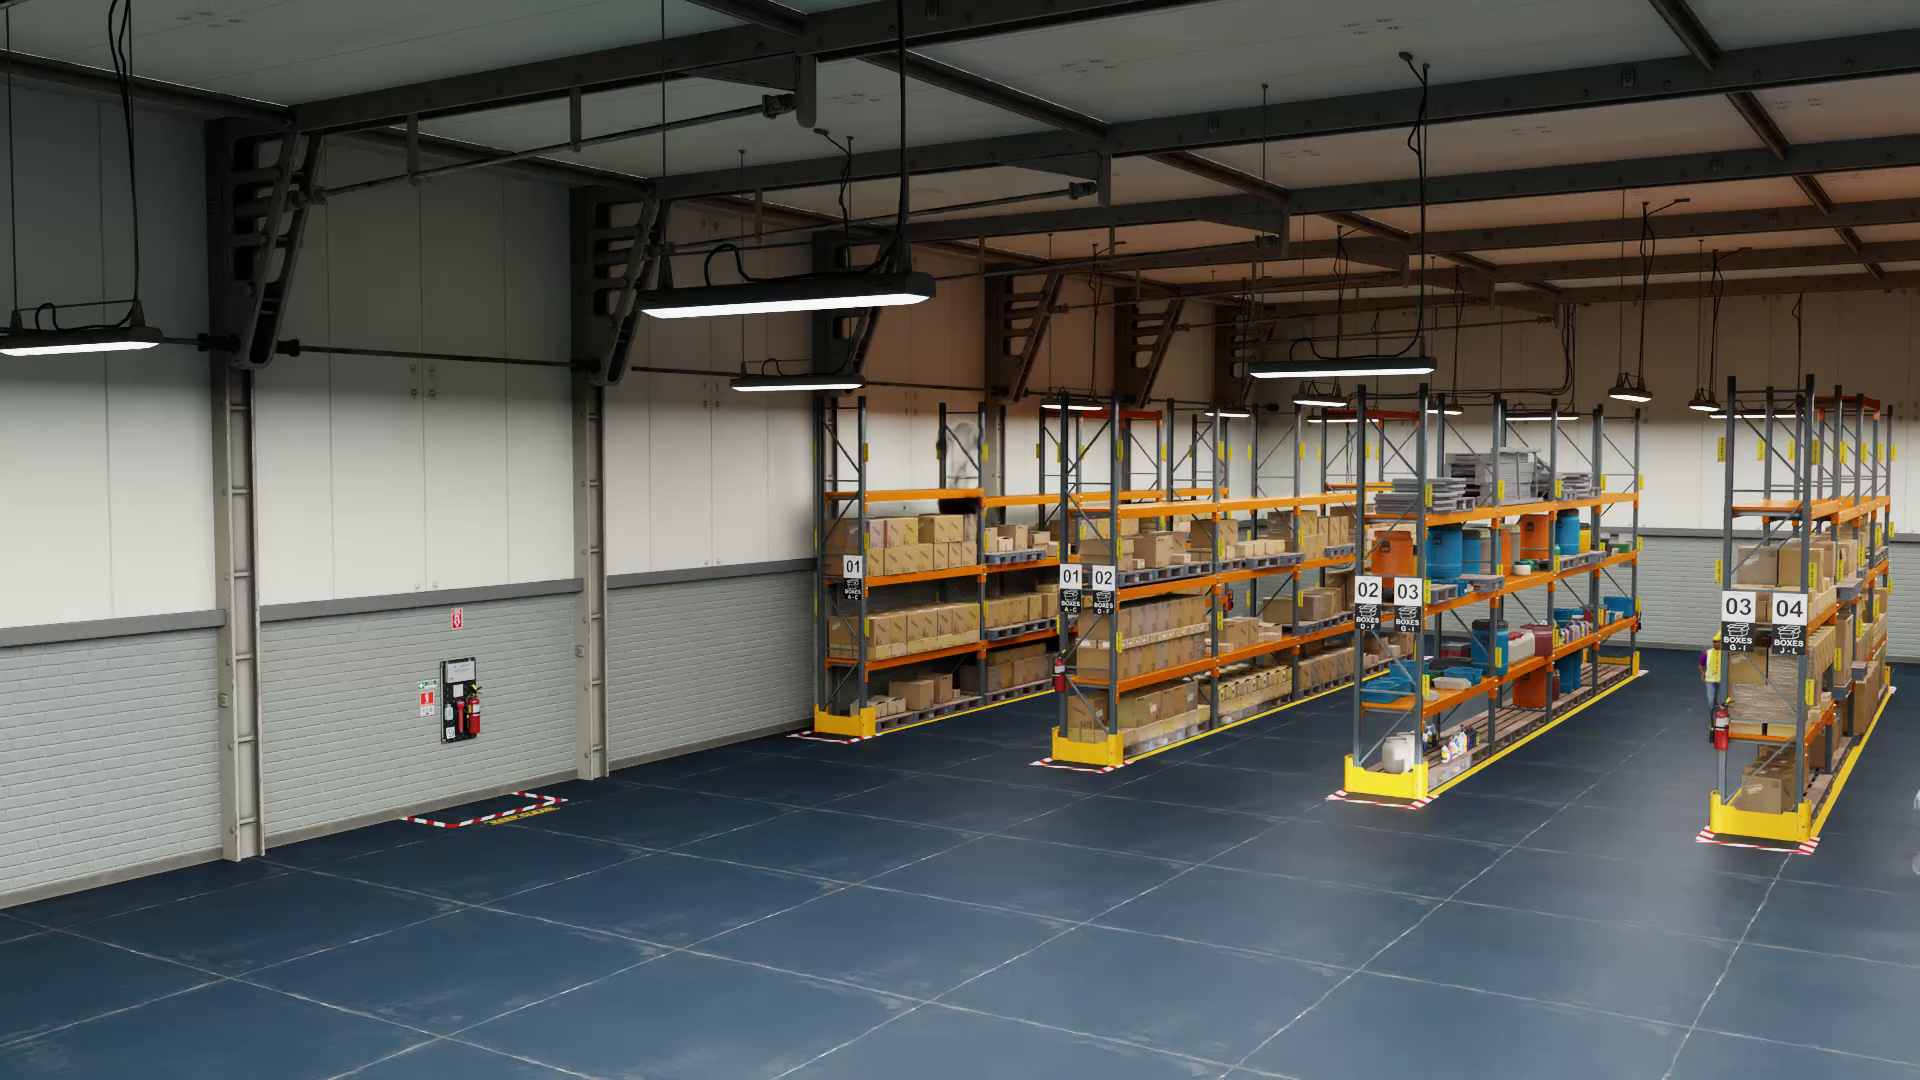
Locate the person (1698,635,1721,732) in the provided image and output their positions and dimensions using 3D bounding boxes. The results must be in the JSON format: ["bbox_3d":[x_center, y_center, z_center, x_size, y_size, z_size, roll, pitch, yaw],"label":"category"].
[{"bbox_3d":[13.678,2.572,30.026,0.701,1.732,0.680,2,4,34],"label":"person"}]

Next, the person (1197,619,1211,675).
[{"bbox_3d":[5.121,2.378,35.048,0.608,1.620,0.692,2,4,32],"label":"person"}]
